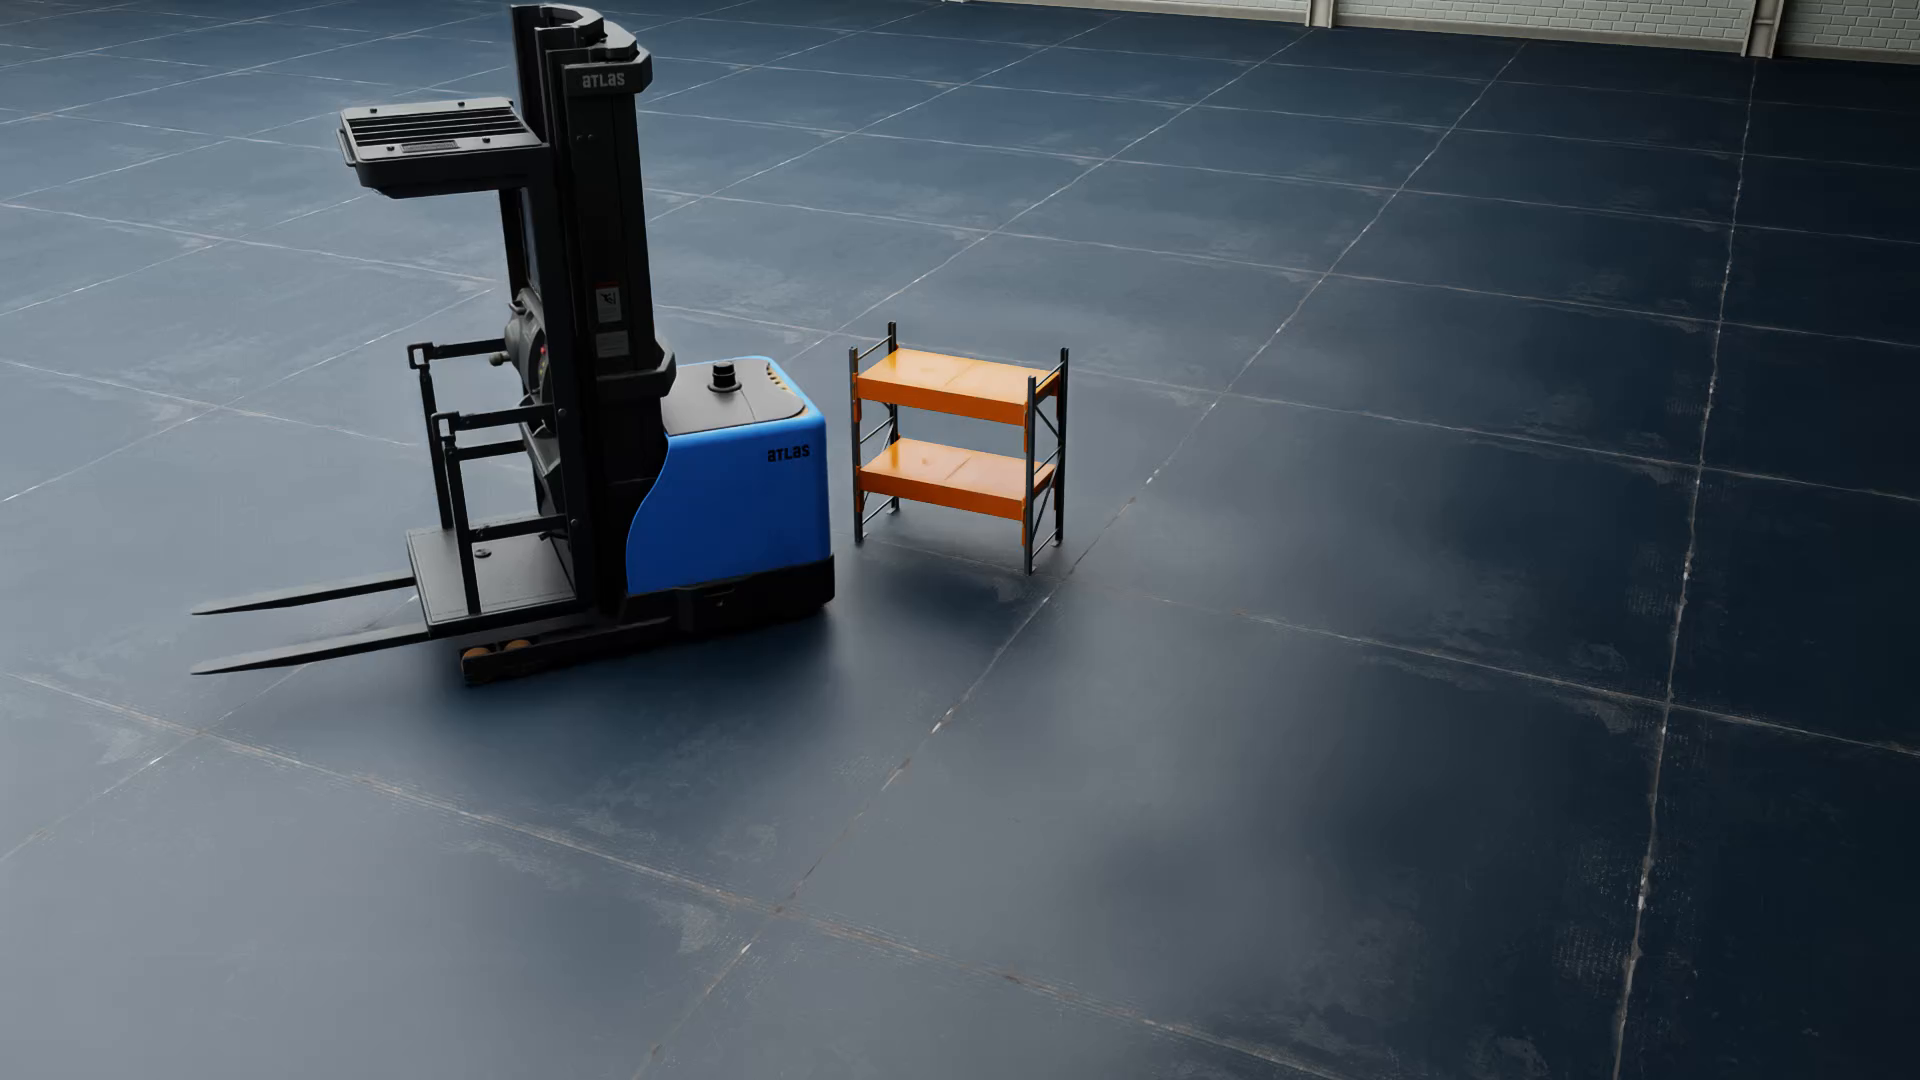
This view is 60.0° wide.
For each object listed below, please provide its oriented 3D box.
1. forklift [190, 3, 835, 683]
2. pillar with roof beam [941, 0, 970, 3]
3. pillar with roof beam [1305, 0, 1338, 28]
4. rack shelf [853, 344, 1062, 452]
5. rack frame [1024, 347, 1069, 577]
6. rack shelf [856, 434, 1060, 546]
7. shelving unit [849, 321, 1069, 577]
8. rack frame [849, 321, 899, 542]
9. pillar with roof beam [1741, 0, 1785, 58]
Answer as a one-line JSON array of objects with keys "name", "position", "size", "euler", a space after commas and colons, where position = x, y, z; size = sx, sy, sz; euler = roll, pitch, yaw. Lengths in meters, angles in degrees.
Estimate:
[{"name": "forklift", "position": [-2.207, -0.902, 7.763], "size": [3.031, 2.935, 1.130], "euler": [-10, 28, -20]}, {"name": "pillar with roof beam", "position": [-1.844, -11.107, 21.622], "size": [0.400, 9.000, 9.100], "euler": [11, 28, 22]}, {"name": "pillar with roof beam", "position": [3.618, -10.010, 19.394], "size": [0.400, 9.000, 9.100], "euler": [11, 28, 22]}, {"name": "rack shelf", "position": [-0.006, -0.768, 8.875], "size": [1.000, 0.278, 0.538], "euler": [11, 28, 22]}, {"name": "rack frame", "position": [0.457, -0.413, 8.815], "size": [0.032, 1.125, 0.500], "euler": [11, 28, 22]}, {"name": "rack shelf", "position": [-0.006, -0.287, 9.112], "size": [1.000, 0.278, 0.538], "euler": [11, 28, 22]}, {"name": "shelving unit", "position": [-0.006, -0.506, 9.004], "size": [1.048, 1.125, 0.538], "euler": [11, 28, 22]}, {"name": "rack frame", "position": [-0.469, -0.599, 9.193], "size": [0.032, 1.125, 0.500], "euler": [11, 28, 22]}, {"name": "pillar with roof beam", "position": [9.079, -8.913, 17.166], "size": [0.400, 9.000, 9.100], "euler": [11, 28, 22]}]
